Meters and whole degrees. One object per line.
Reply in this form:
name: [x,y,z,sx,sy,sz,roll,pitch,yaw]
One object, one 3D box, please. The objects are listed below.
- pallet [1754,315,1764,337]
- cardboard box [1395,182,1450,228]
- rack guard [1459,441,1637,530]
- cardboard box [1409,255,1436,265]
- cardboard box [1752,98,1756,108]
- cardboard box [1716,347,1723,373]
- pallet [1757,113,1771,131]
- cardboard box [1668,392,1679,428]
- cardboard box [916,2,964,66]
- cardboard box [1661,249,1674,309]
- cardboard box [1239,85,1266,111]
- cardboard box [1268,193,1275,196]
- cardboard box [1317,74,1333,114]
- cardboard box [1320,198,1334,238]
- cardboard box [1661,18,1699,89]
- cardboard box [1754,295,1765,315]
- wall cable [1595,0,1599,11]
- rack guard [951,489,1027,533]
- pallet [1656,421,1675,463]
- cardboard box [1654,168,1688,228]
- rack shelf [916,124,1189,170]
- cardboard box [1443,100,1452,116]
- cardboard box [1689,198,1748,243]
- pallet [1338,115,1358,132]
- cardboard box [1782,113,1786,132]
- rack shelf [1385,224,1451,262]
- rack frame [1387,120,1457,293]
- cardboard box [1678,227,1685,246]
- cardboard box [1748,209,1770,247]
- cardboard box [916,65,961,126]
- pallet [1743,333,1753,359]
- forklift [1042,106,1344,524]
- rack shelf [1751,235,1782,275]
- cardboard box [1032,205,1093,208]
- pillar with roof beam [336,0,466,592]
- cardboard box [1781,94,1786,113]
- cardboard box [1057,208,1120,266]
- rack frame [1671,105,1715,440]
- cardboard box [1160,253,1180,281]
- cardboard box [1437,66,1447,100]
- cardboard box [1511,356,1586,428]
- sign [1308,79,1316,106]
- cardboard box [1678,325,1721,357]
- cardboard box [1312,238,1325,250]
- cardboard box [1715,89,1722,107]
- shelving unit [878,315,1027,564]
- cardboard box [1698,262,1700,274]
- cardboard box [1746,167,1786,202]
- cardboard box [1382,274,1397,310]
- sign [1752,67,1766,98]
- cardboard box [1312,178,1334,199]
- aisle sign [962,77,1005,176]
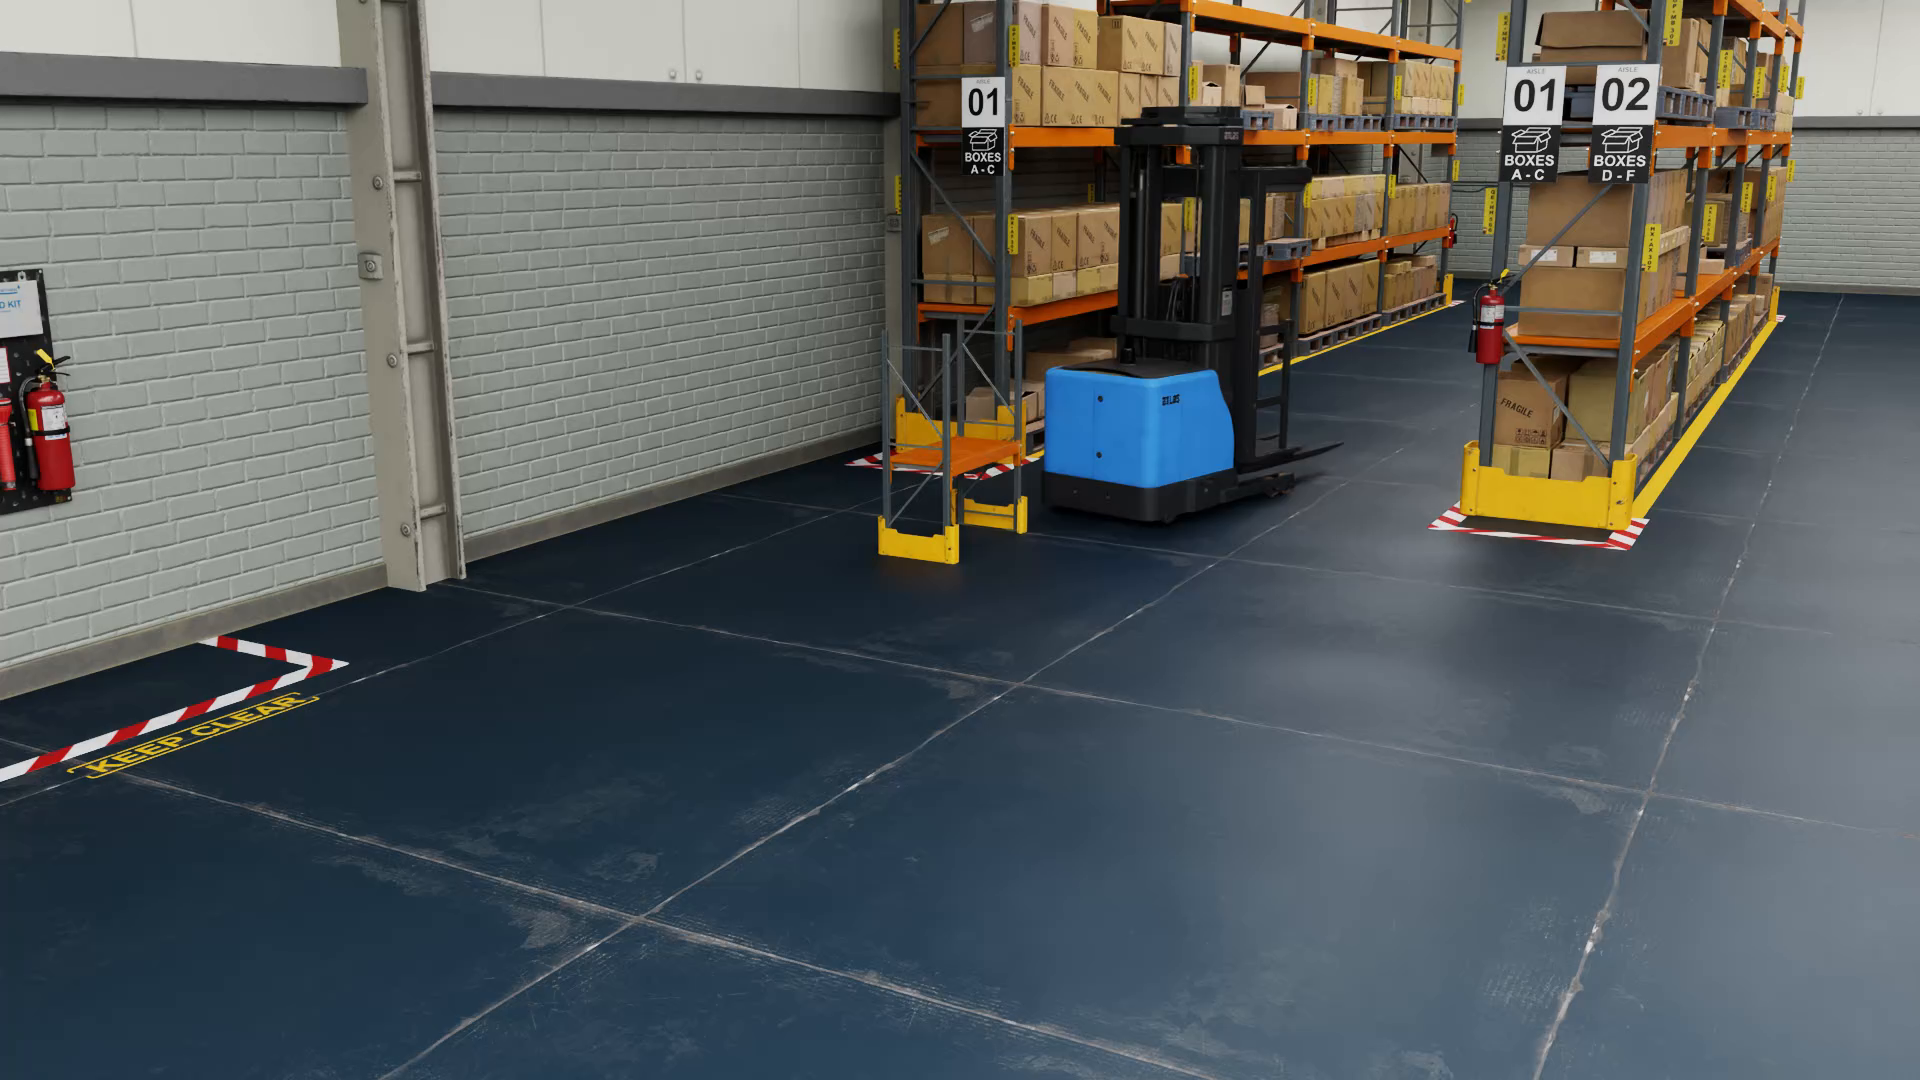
pallet: [11.023,-3.125,24.048,1.003,0.211,1.213,7,15,28]
cardboard box: [7.459,-5.510,27.349,0.980,0.700,0.700,8,16,31]
rack guard: [4.289,-0.407,12.155,1.175,0.500,0.348,7,15,28]
cardboard box: [7.543,-4.573,27.153,0.380,0.149,0.250,7,15,27]
cardboard box: [8.847,-5.080,19.591,0.910,0.500,0.500,7,15,28]
cardboard box: [8.127,-2.000,18.401,0.500,0.250,0.500,8,16,29]
pallet: [9.226,-5.117,20.359,1.213,0.211,1.003,7,15,28]
cardboard box: [6.201,-1.195,15.062,0.500,0.250,0.500,7,15,28]
cardboard box: [-0.058,-4.308,14.214,0.500,0.500,0.500,8,16,31]
cardboard box: [5.776,-2.296,14.442,0.700,0.500,0.500,7,15,27]
cardboard box: [3.122,-5.092,19.590,0.797,0.503,0.637,10,17,36]
cardboard box: [3.689,-4.333,20.568,0.380,0.149,0.250,5,15,21]
cardboard box: [4.503,-5.882,21.980,0.700,0.500,0.500,8,16,31]
cardboard box: [4.550,-4.209,21.701,0.500,0.500,0.500,8,16,30]
cardboard box: [5.342,-3.716,12.738,0.500,0.500,0.500,7,15,28]
cardboard box: [11.502,-3.456,24.396,0.500,0.250,0.500,7,15,28]
wall cable: [13.112,-10.146,30.266,3.097,2.526,0.112,7,15,28]
rack guard: [0.204,-0.208,11.863,0.587,0.250,0.087,7,15,28]
pallet: [5.813,-0.934,14.956,1.003,0.211,1.213,7,15,28]
cardboard box: [6.025,-3.035,14.742,0.700,0.500,0.500,7,15,28]
rack shelf: [0.929,-3.706,15.642,1.077,0.370,4.000,7,15,28]
cardboard box: [7.575,-6.928,26.680,0.500,0.250,0.500,8,16,30]
cardboard box: [8.983,-3.829,19.907,0.700,0.500,0.500,11,17,38]
pallet: [4.632,-5.563,22.212,1.003,0.211,1.213,8,16,31]
cardboard box: [11.280,-5.854,23.334,0.500,0.250,0.500,7,15,28]
rack shelf: [6.730,-4.710,26.206,1.077,0.370,4.000,7,15,28]
rack frame: [7.697,-5.470,27.823,1.000,3.000,0.127,7,15,28]
cardboard box: [6.169,-2.681,14.657,0.380,0.149,0.250,7,15,27]
cardboard box: [10.586,-4.211,22.388,0.500,0.500,0.500,8,16,30]
cardboard box: [-0.058,-3.818,14.316,0.500,0.500,0.500,9,16,32]
pallet: [9.741,-2.562,21.711,1.003,0.211,1.213,7,15,28]
forklift: [1.972,-1.821,12.835,1.130,2.935,3.031,12,18,41]
rack shelf: [11.068,-4.150,23.881,1.077,0.370,4.000,7,15,28]
cardboard box: [0.987,-3.029,16.377,0.500,0.500,0.500,8,16,30]
pillar with roof beam: [0.411,-3.627,7.377,9.100,9.000,0.400,7,15,28]
cardboard box: [11.046,-5.993,22.845,0.500,0.250,0.500,7,15,28]
cardboard box: [1.198,-2.866,15.697,0.500,0.500,0.500,8,16,30]
rack frame: [6.234,-2.448,15.286,1.000,3.000,0.127,7,15,28]
cardboard box: [1.932,-2.814,17.081,0.500,0.250,0.500,7,15,28]
cardboard box: [7.330,-7.190,26.169,0.500,0.500,0.500,8,16,30]
cardboard box: [4.770,-1.210,13.522,0.500,0.500,0.500,7,15,28]
sign: [4.304,-5.477,20.346,0.100,0.325,0.005,7,15,28]
cardboard box: [7.885,-2.166,17.891,0.500,0.311,0.500,7,15,27]
cardboard box: [4.523,-3.853,21.610,0.380,0.149,0.250,8,16,30]
cardboard box: [7.474,-4.533,16.959,0.500,0.250,0.500,7,15,27]
shelving unit: [-0.037,-0.713,11.293,0.587,1.500,1.083,7,15,28]
cardboard box: [7.601,-2.878,17.608,0.380,0.149,0.250,9,16,32]
cardboard box: [11.817,-5.218,24.431,0.500,0.500,0.500,8,16,30]
cardboard box: [6.214,-3.780,25.251,0.700,0.500,0.500,8,16,29]
sign: [8.650,-4.952,18.001,0.100,0.325,0.005,7,15,28]
cardboard box: [4.534,-4.571,21.601,0.500,0.250,0.500,7,15,27]
aisle sign: [0.190,-3.403,13.700,0.394,0.787,0.004,7,15,28]
